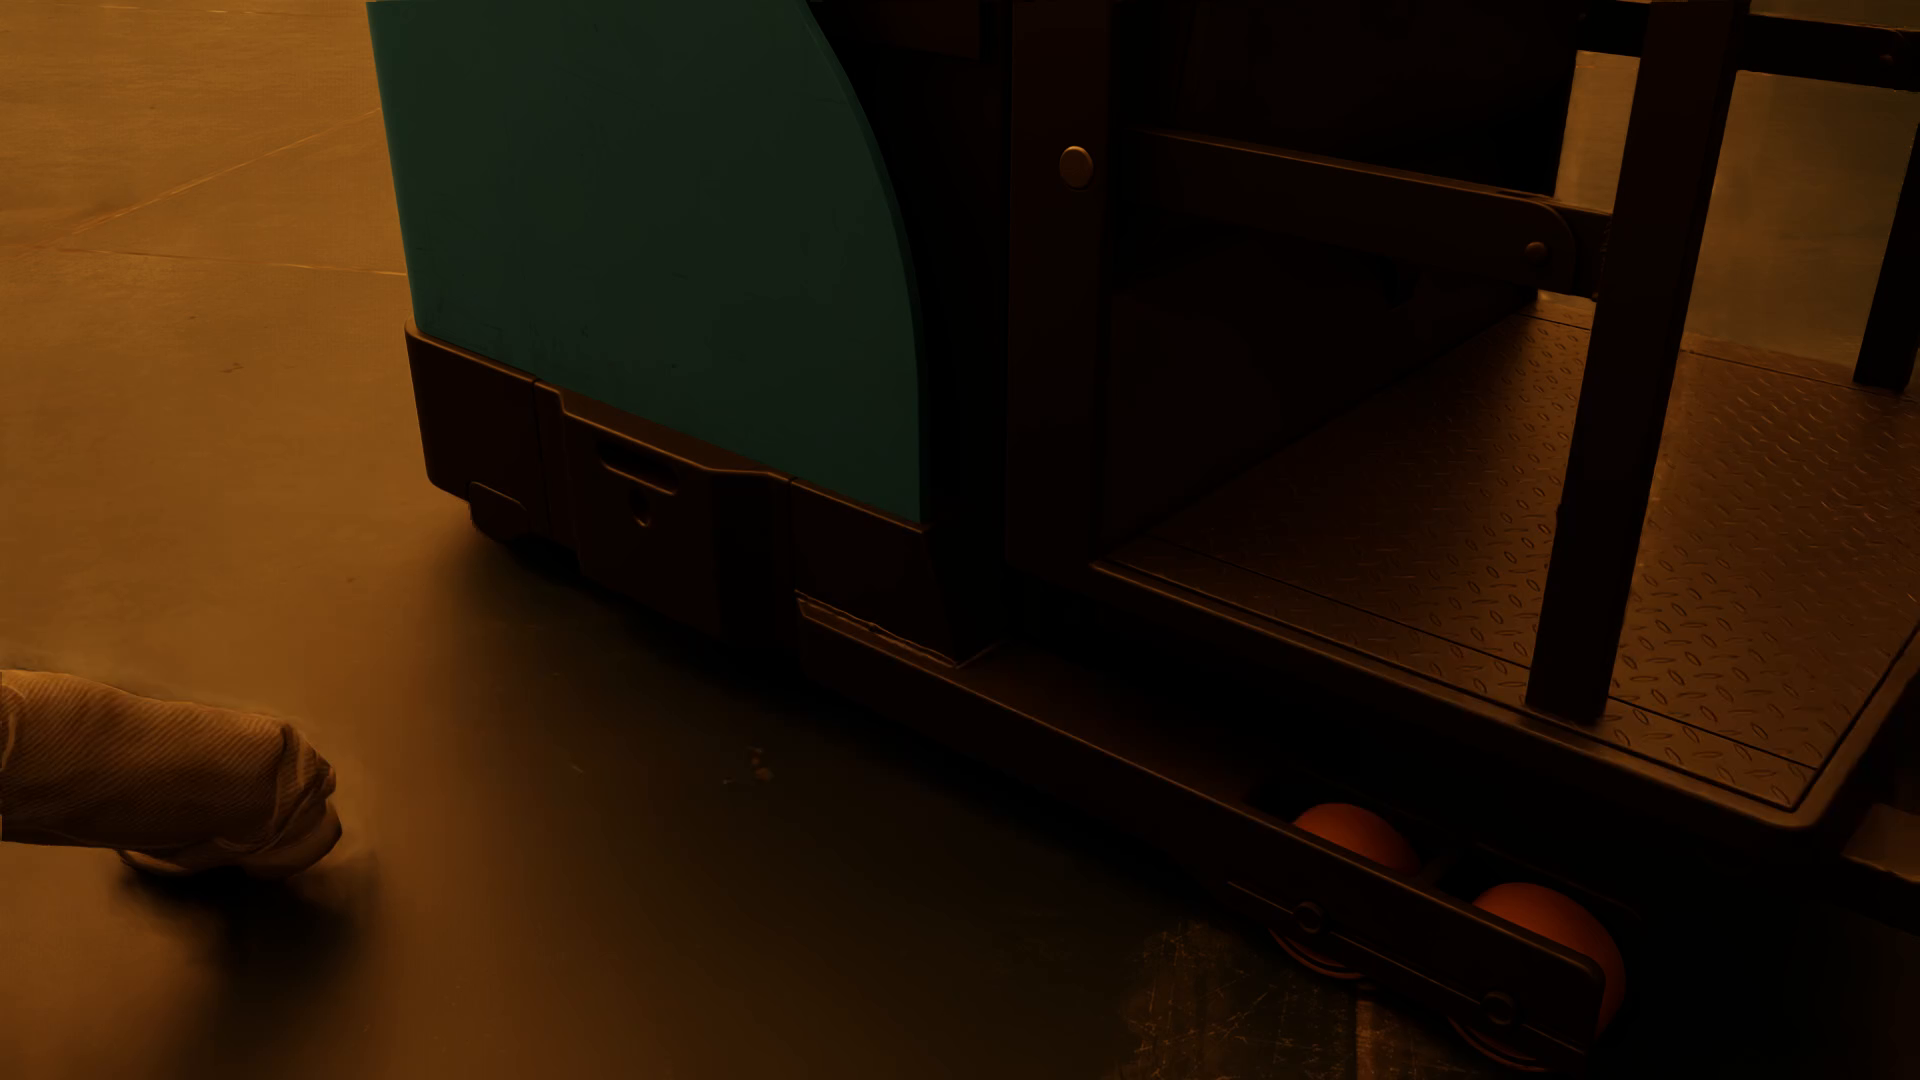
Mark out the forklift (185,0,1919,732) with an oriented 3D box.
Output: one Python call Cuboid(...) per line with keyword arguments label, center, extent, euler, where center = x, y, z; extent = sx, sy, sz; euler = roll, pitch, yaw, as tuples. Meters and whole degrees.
Cuboid(label="forklift", center=(0.681, -1.335, 1.893), extent=(3.031, 2.935, 1.130), euler=(-2, 27, -4))
